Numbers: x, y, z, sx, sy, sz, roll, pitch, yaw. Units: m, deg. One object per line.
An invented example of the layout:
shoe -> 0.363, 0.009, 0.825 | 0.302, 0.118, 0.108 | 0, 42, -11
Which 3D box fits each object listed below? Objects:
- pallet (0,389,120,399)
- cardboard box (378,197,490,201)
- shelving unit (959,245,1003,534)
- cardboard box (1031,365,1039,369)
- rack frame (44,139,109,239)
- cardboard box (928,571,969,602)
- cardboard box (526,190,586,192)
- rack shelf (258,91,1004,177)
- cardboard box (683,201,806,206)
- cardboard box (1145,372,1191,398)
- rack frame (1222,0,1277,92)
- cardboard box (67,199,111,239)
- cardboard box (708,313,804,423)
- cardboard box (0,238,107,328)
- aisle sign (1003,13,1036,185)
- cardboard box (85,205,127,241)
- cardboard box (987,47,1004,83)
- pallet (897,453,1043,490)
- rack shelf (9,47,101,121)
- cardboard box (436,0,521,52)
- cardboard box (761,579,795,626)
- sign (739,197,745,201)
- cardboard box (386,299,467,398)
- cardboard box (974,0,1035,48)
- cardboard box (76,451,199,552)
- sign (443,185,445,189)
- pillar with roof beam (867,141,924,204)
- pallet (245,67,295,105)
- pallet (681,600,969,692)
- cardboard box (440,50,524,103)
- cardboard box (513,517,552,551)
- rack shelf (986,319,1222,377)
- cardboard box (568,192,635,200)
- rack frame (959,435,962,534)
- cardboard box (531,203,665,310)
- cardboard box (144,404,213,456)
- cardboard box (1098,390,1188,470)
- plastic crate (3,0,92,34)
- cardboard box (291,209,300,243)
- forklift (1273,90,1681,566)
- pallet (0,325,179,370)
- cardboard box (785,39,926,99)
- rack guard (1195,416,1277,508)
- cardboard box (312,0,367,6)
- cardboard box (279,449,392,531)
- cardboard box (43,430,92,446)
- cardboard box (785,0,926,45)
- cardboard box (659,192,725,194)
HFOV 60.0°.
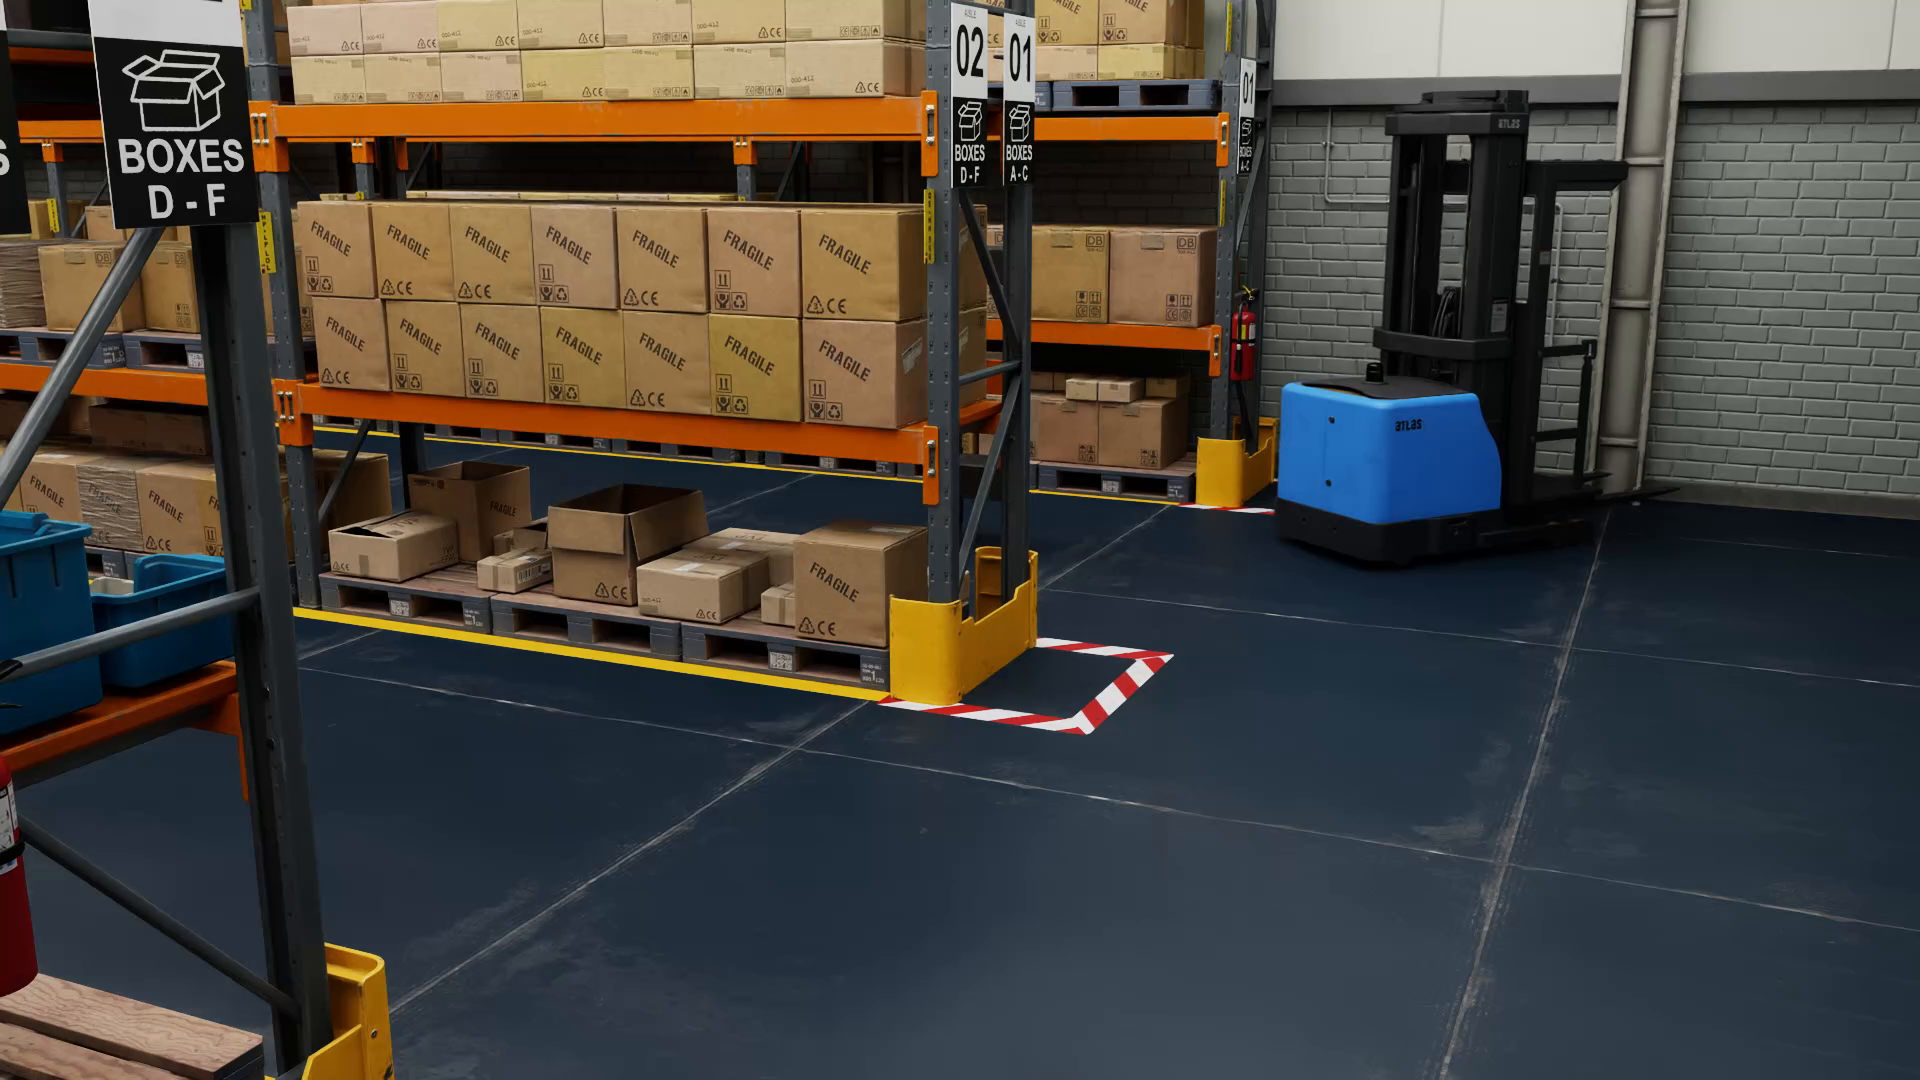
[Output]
pallet -> -9.491, -1.640, 17.784 | 1.213, 0.211, 1.003 | 6, 14, 23
cardboard box -> -2.984, -1.711, 9.572 | 0.500, 0.500, 0.500 | 6, 14, 24
shelving unit -> 0.151, -1.007, 10.950 | 0.503, 2.100, 0.431 | 6, 14, 23
cardboard box -> 0.464, -1.327, 13.477 | 0.250, 0.149, 0.380 | 6, 14, 24
rack frame -> -8.863, -2.943, 17.232 | 0.127, 3.000, 1.000 | 6, 14, 23
cardboard box -> -0.138, 0.265, 8.835 | 0.250, 0.149, 0.380 | 6, 14, 23
cardboard box -> -3.746, -3.057, 15.161 | 0.500, 0.250, 0.500 | 5, 14, 22
rack shelf -> -1.723, -2.093, 8.617 | 4.000, 0.370, 1.077 | 6, 14, 23
cardboard box -> -1.129, -1.524, 8.774 | 0.500, 0.500, 0.500 | 6, 14, 24
cardboard box -> 1.624, -1.210, 12.979 | 0.250, 0.149, 0.380 | 6, 14, 24
rack frame -> 2.109, -4.754, 11.815 | 0.127, 3.000, 1.000 | 6, 14, 23
cardboard box -> -9.208, -3.332, 17.532 | 0.500, 0.500, 0.500 | 5, 14, 22
cardboard box -> -0.890, -0.878, 8.213 | 0.500, 0.500, 0.500 | 6, 14, 24
cardboard box -> -5.828, -1.632, 10.506 | 0.500, 0.500, 0.700 | 9, 16, 34
aisle sign -> 0.287, -2.119, 8.027 | 0.004, 0.787, 0.394 | 6, 14, 23
cardboard box -> -8.411, -3.152, 16.939 | 0.500, 0.500, 0.700 | 6, 14, 23
cardboard box -> 0.378, -3.581, 12.573 | 0.500, 0.250, 0.500 | 5, 14, 22
pallet -> 0.235, -0.646, 13.547 | 1.213, 0.211, 1.003 | 6, 14, 23
rack shelf -> -3.732, -1.059, 4.210 | 4.000, 0.370, 1.077 | 6, 14, 23
cardboard box -> -2.297, -2.607, 8.468 | 0.500, 0.250, 0.500 | 6, 14, 23
cardboard box -> -0.825, 0.312, 8.597 | 0.250, 0.166, 0.380 | 6, 14, 23
sign -> -1.759, -2.614, 13.467 | 0.005, 0.325, 0.100 | 6, 14, 23
cardboard box -> -2.726, -1.066, 9.012 | 0.500, 0.500, 0.500 | 6, 15, 24
cardboard box -> 0.396, -3.944, 12.480 | 0.500, 0.500, 0.500 | 5, 14, 21
cardboard box -> -5.025, -0.245, 10.242 | 0.500, 0.500, 0.500 | 6, 14, 24
sign -> -4.984, -3.253, 16.018 | 0.005, 0.325, 0.100 | 6, 14, 23
pillar with roof beam -> -2.302, -4.340, 10.054 | 0.400, 9.000, 9.100 | 6, 14, 23
pallet -> -4.119, -2.612, 9.665 | 1.003, 0.211, 1.213 | 6, 14, 23
pallet -> -0.693, 0.479, 8.751 | 1.213, 0.211, 1.003 | 6, 14, 23
cardboard box -> -2.295, -2.365, 8.530 | 0.500, 0.250, 0.500 | 6, 14, 23
cardboard box -> -2.230, -0.010, 9.655 | 0.500, 0.311, 0.500 | 6, 14, 23
rack shelf -> 0.280, -1.668, 13.371 | 4.000, 0.370, 1.077 | 6, 14, 23
cardboard box -> -3.009, -2.858, 14.312 | 0.500, 0.250, 0.500 | 6, 15, 24
rack frame -> -0.072, -1.029, 11.046 | 0.015, 2.100, 0.400 | 6, 14, 23
cardboard box -> -1.820, -1.458, 8.495 | 0.500, 0.500, 0.500 | 6, 15, 25
cardboard box -> -4.809, -0.719, 10.618 | 0.500, 0.250, 0.500 | 6, 14, 23
cardboard box -> 1.428, -0.864, 12.924 | 0.500, 0.500, 0.700 | 6, 14, 23
plastic crate -> -2.143, -1.254, 3.754 | 0.590, 0.269, 0.497 | 6, 14, 23
cardboard box -> -6.161, -2.923, 15.966 | 0.500, 0.500, 0.700 | 4, 14, 18
forklift -> 3.652, -1.482, 11.155 | 3.031, 2.935, 1.130 | -7, 15, -28
pallet -> -5.428, -1.266, 10.503 | 1.213, 0.211, 1.003 | 6, 14, 23
cardboard box -> -0.471, -2.178, 7.731 | 0.500, 0.250, 0.500 | 6, 14, 23
rack guard -> 2.131, -0.614, 12.776 | 0.348, 0.500, 1.175 | 6, 14, 23
cardboard box -> -3.091, -3.127, 9.040 | 0.500, 0.500, 0.700 | 6, 14, 23
cardboard box -> -3.895, -0.261, 10.309 | 0.500, 0.500, 0.500 | 5, 14, 21
cardboard box -> -5.785, -0.450, 11.115 | 0.500, 0.500, 0.500 | 5, 14, 21
cardboard box -> -0.467, -2.423, 7.682 | 0.500, 0.250, 0.500 | 6, 14, 23
cardboard box -> -2.344, -2.915, 14.557 | 0.500, 0.250, 0.500 | 6, 14, 24
